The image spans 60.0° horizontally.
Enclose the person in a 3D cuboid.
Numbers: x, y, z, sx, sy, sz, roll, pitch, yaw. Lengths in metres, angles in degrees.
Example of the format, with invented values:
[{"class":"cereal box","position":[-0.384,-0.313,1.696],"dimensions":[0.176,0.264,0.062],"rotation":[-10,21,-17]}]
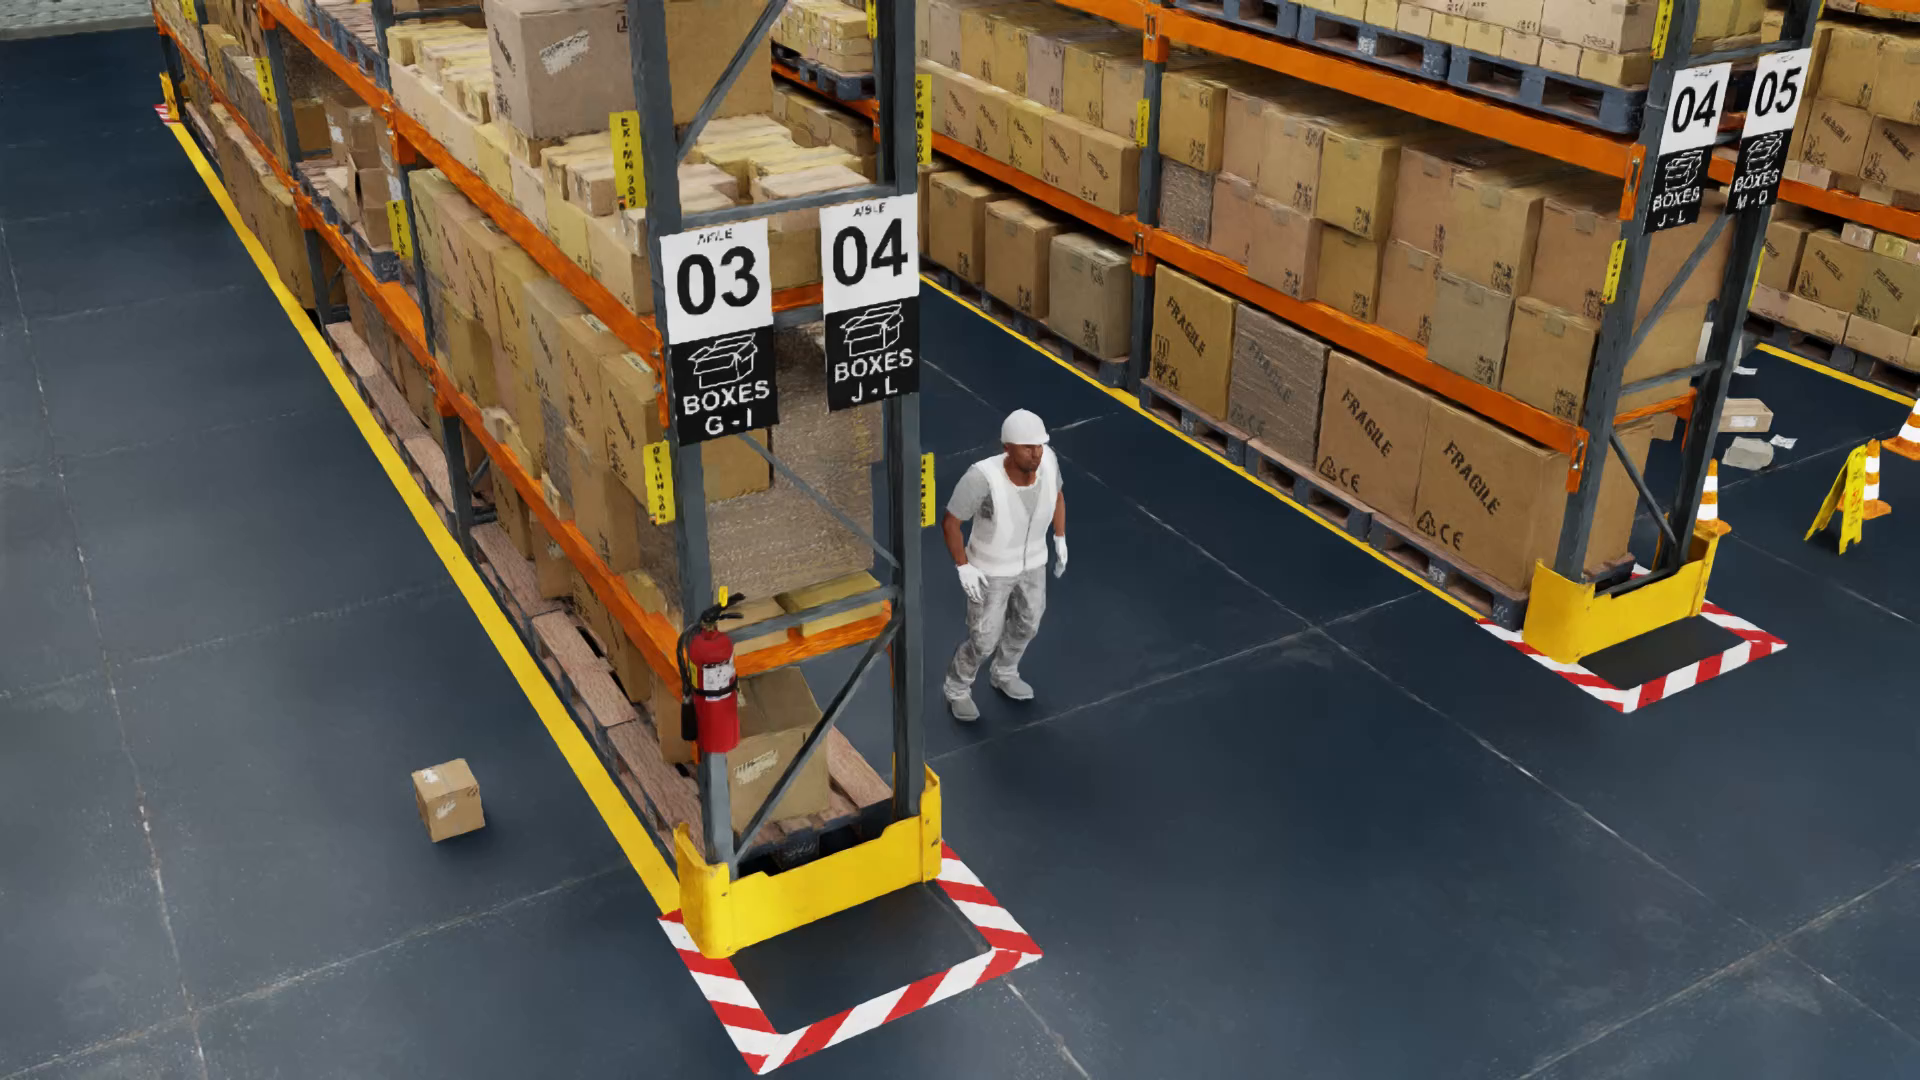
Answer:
[{"class":"person","position":[0.241,0.117,8.370],"dimensions":[0.698,1.743,0.521],"rotation":[-17,33,-28]}]
